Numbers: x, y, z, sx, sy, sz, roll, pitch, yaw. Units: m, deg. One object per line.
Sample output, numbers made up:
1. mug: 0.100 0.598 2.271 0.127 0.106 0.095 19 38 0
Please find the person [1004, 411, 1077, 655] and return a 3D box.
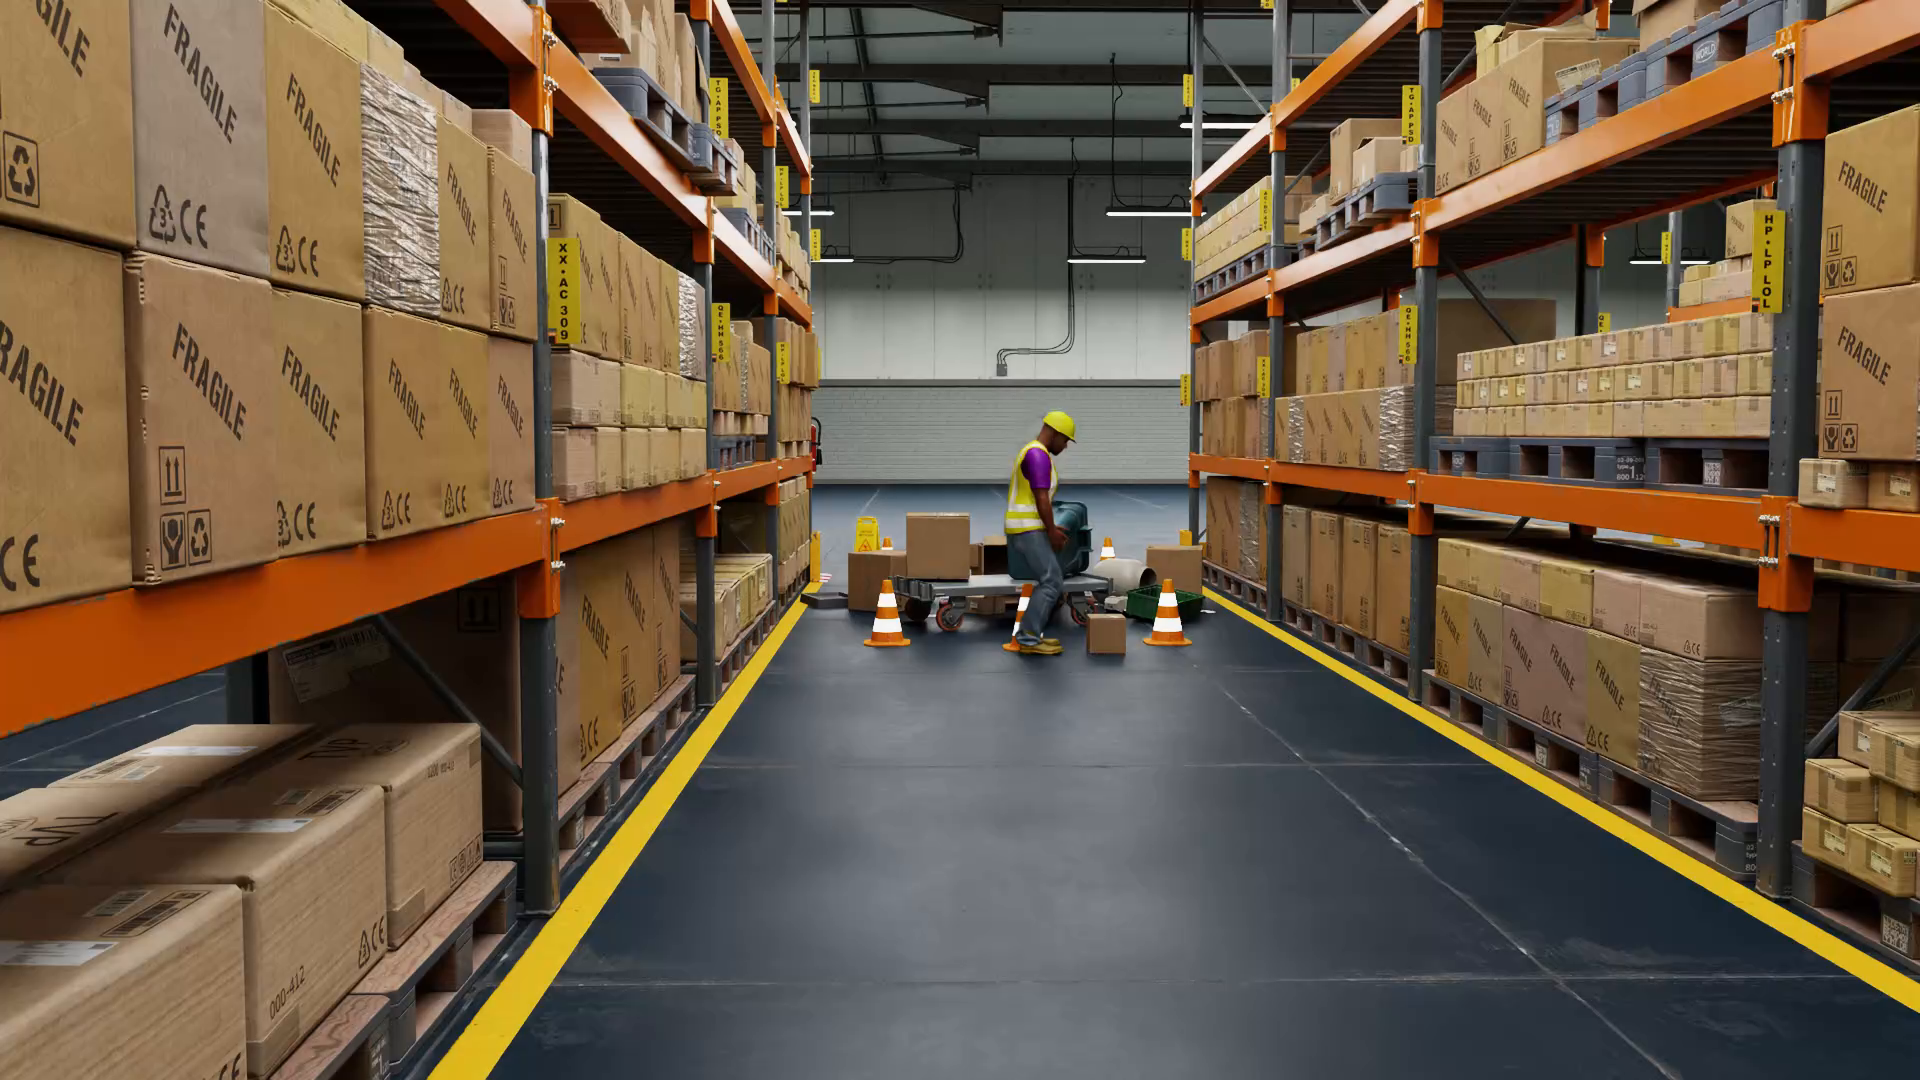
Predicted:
1. person: 0.562 -0.058 11.614 0.508 1.682 0.602 0 4 0
